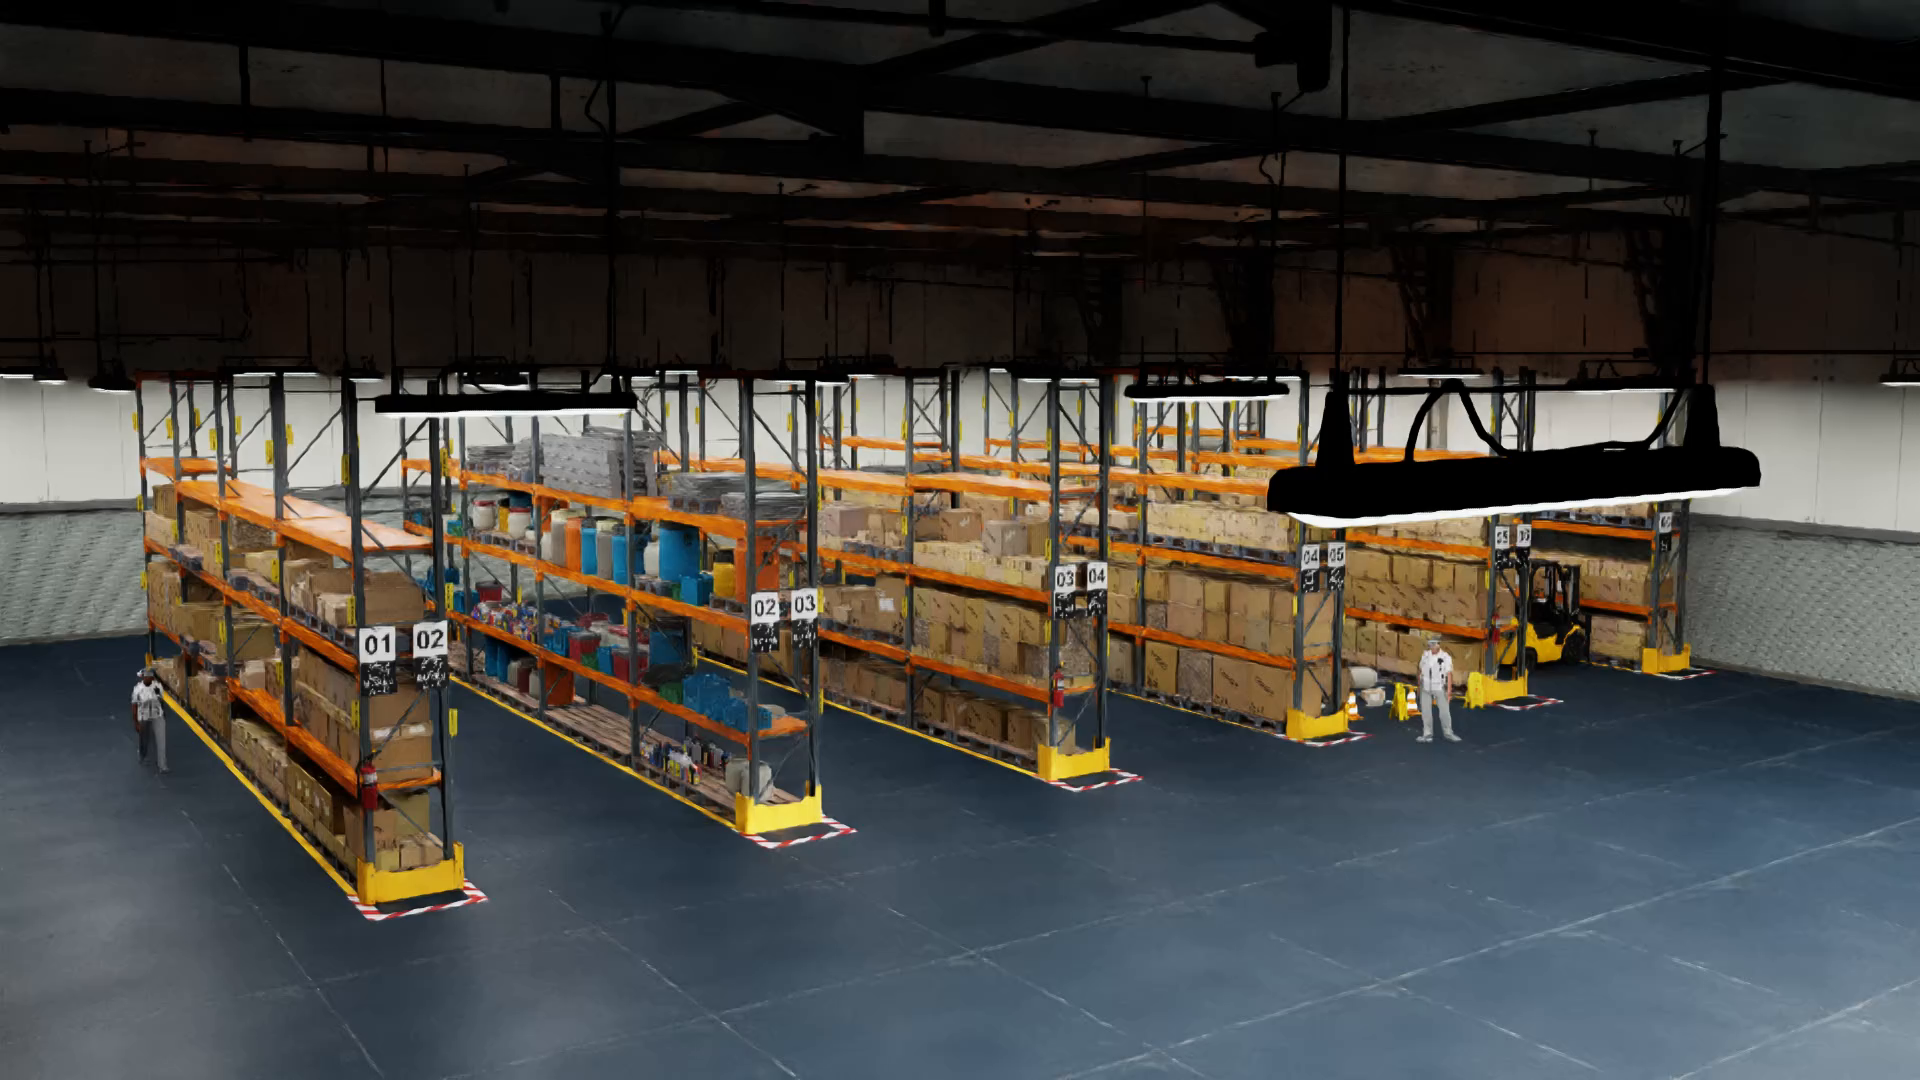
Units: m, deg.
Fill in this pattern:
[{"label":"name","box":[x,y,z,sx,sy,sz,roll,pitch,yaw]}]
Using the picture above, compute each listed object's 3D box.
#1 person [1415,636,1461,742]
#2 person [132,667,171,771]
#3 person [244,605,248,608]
[{"label":"person","box":[7.799,2.417,27.078,0.731,1.748,0.505,3,7,28]},{"label":"person","box":[-12.288,2.684,25.208,0.456,1.589,1.088,-4,8,-31]},{"label":"person","box":[-14.998,1.613,34.725,0.639,1.632,0.512,-5,8,-36]}]
